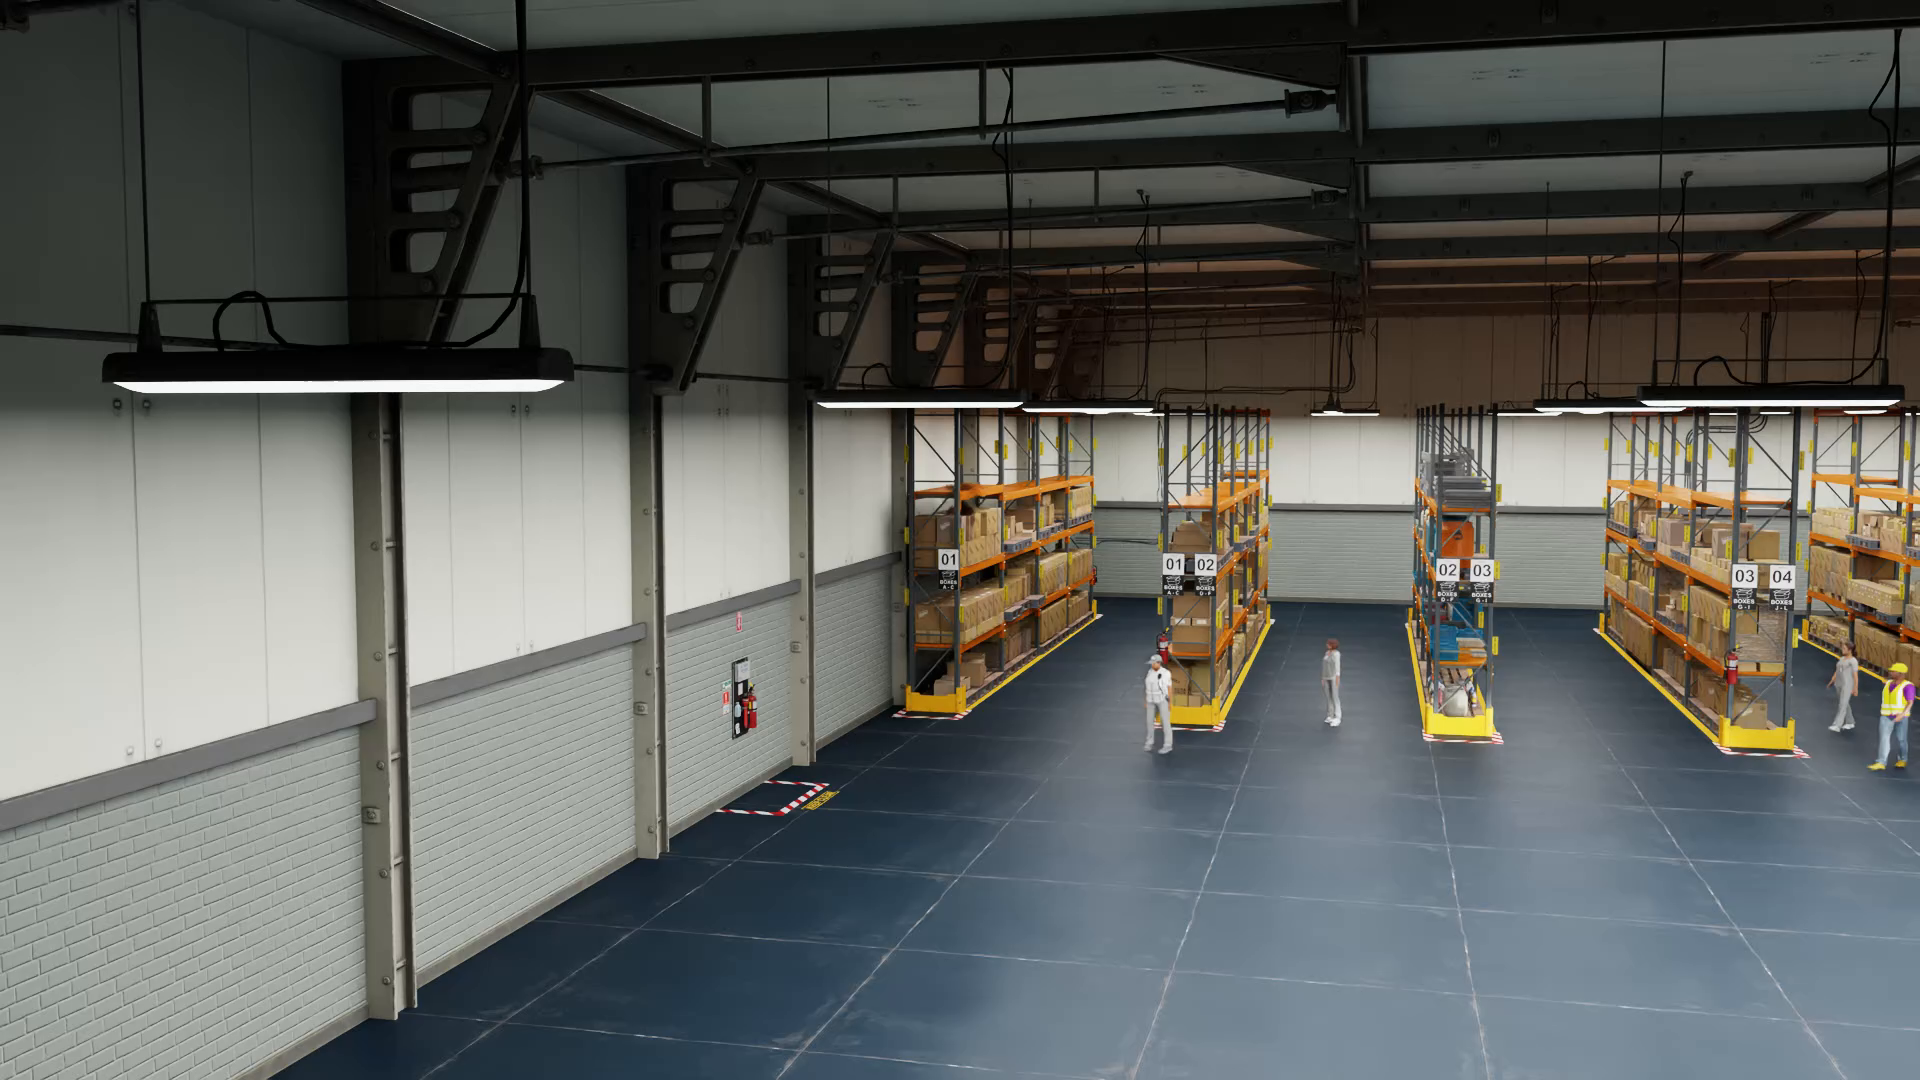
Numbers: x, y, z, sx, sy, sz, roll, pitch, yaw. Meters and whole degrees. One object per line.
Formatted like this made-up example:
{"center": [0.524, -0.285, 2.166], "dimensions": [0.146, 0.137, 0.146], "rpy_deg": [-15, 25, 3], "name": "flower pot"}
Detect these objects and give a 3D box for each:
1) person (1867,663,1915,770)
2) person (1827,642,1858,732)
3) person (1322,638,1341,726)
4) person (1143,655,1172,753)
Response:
{"center": [15.216, 2.877, 27.090], "dimensions": [0.901, 1.726, 0.559], "rpy_deg": [-4, 5, -41], "name": "person"}
{"center": [16.139, 2.680, 30.429], "dimensions": [0.920, 1.627, 0.500], "rpy_deg": [-2, 5, -27], "name": "person"}
{"center": [6.985, 2.650, 31.270], "dimensions": [0.379, 1.610, 0.515], "rpy_deg": [-2, 5, -27], "name": "person"}
{"center": [3.398, 2.803, 28.661], "dimensions": [0.528, 1.670, 0.428], "rpy_deg": [3, 5, 38], "name": "person"}
